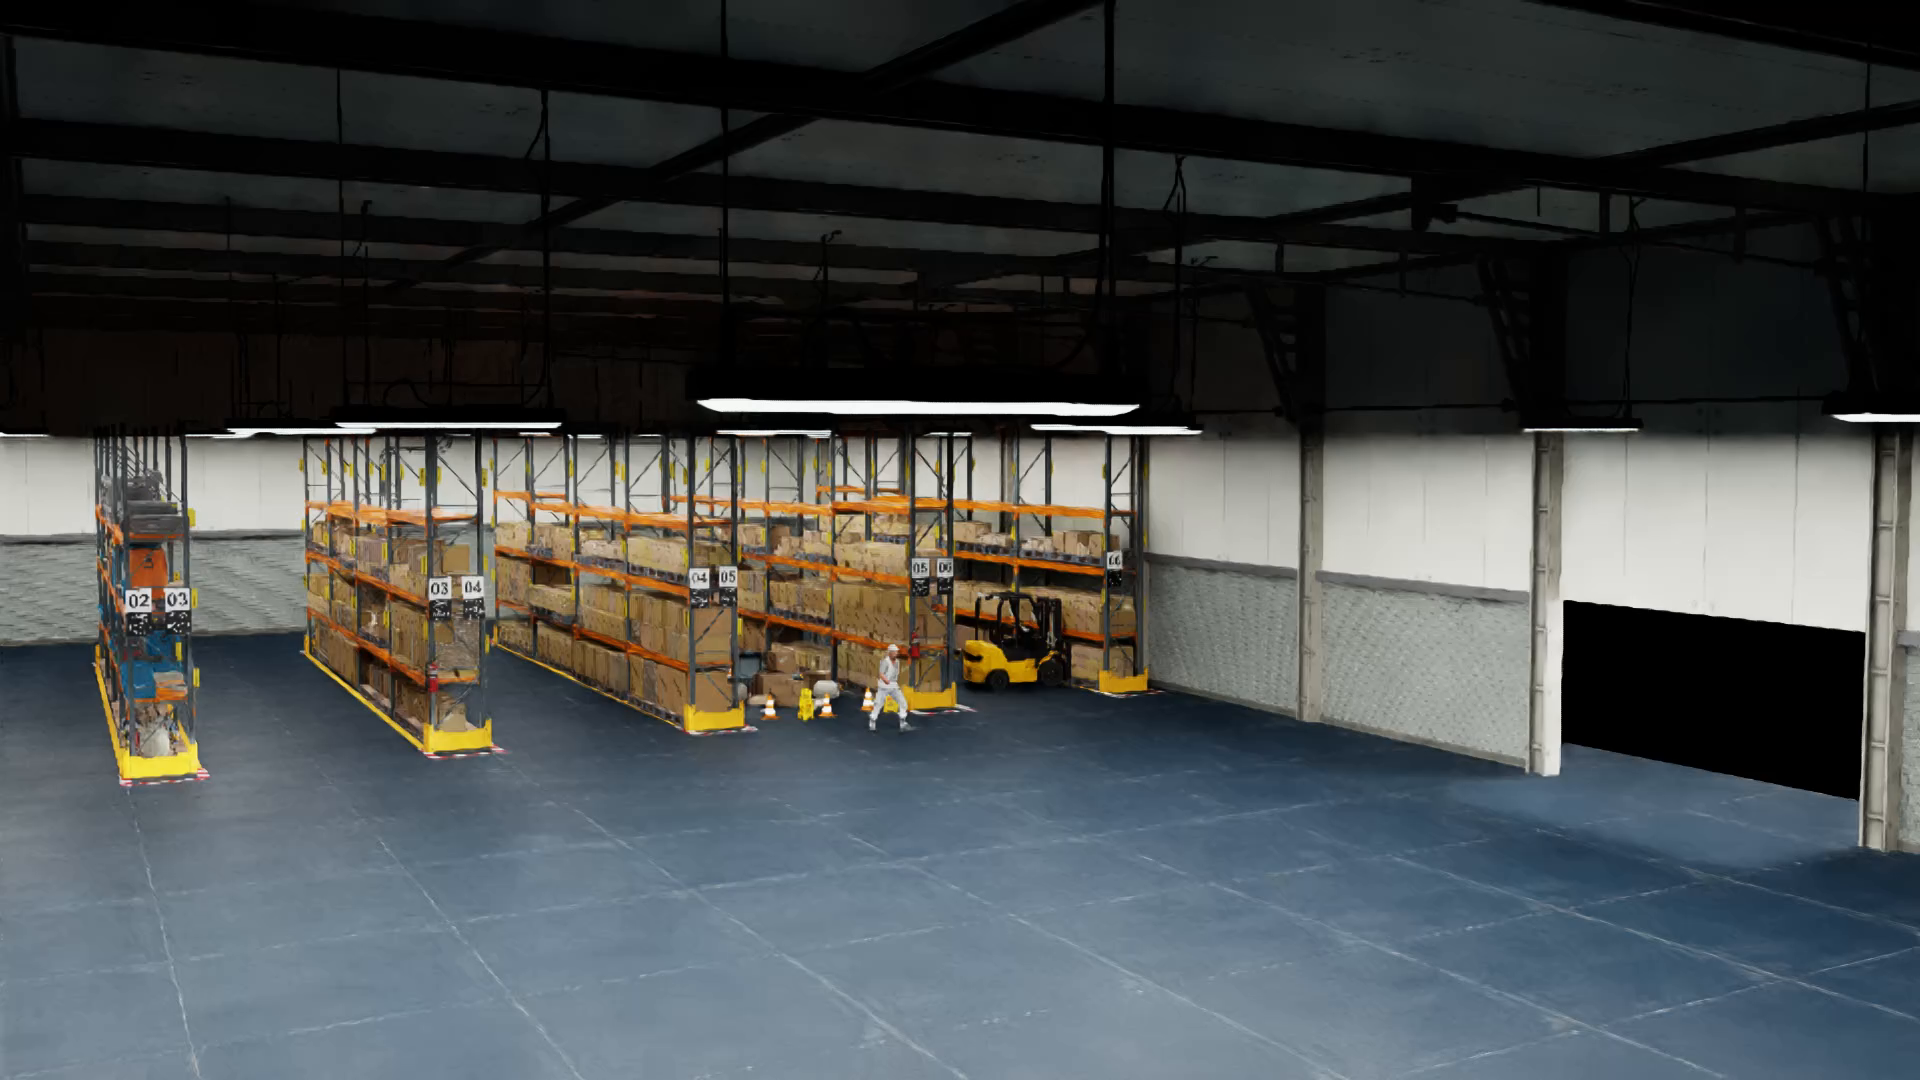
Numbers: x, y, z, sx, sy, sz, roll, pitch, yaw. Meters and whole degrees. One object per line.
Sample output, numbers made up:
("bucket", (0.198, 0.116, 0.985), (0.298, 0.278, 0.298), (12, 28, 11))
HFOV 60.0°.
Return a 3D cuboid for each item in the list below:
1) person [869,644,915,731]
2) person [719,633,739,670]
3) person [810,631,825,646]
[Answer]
("person", (-1.388, 2.882, 32.520), (0.811, 1.718, 0.682), (3, 5, 42))
("person", (-5.666, 2.336, 40.913), (0.594, 1.776, 0.678), (0, 3, -3))
("person", (-4.016, 2.041, 46.042), (0.574, 1.764, 0.669), (0, 3, -1))
